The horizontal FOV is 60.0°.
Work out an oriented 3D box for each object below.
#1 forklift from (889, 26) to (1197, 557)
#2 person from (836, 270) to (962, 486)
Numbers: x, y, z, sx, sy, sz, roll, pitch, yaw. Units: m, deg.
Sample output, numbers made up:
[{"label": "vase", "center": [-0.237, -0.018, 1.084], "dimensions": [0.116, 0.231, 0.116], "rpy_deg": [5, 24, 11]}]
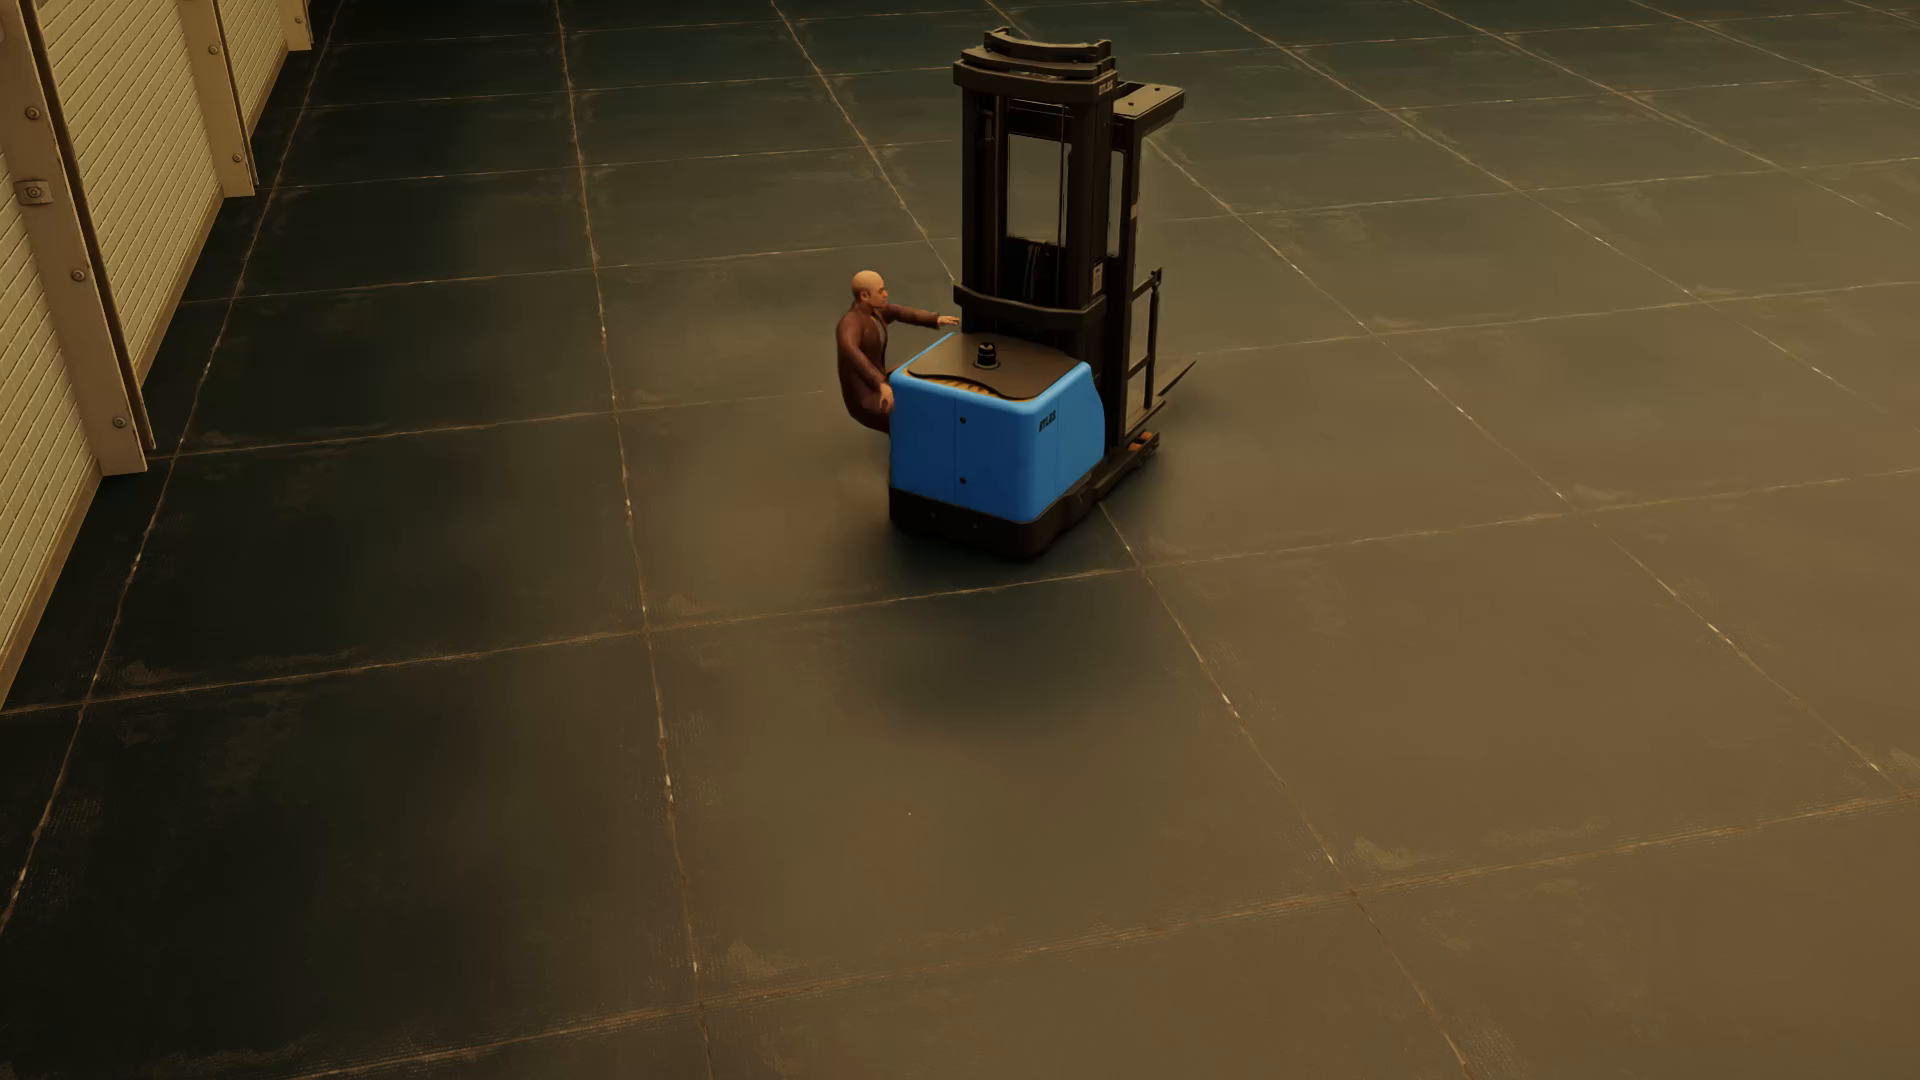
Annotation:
[{"label": "forklift", "center": [0.722, -1.869, 10.802], "dimensions": [1.130, 2.935, 3.031], "rpy_deg": [16, 34, 26]}, {"label": "person", "center": [-0.331, -0.960, 10.617], "dimensions": [0.892, 1.511, 1.097], "rpy_deg": [2, 30, 3]}]
